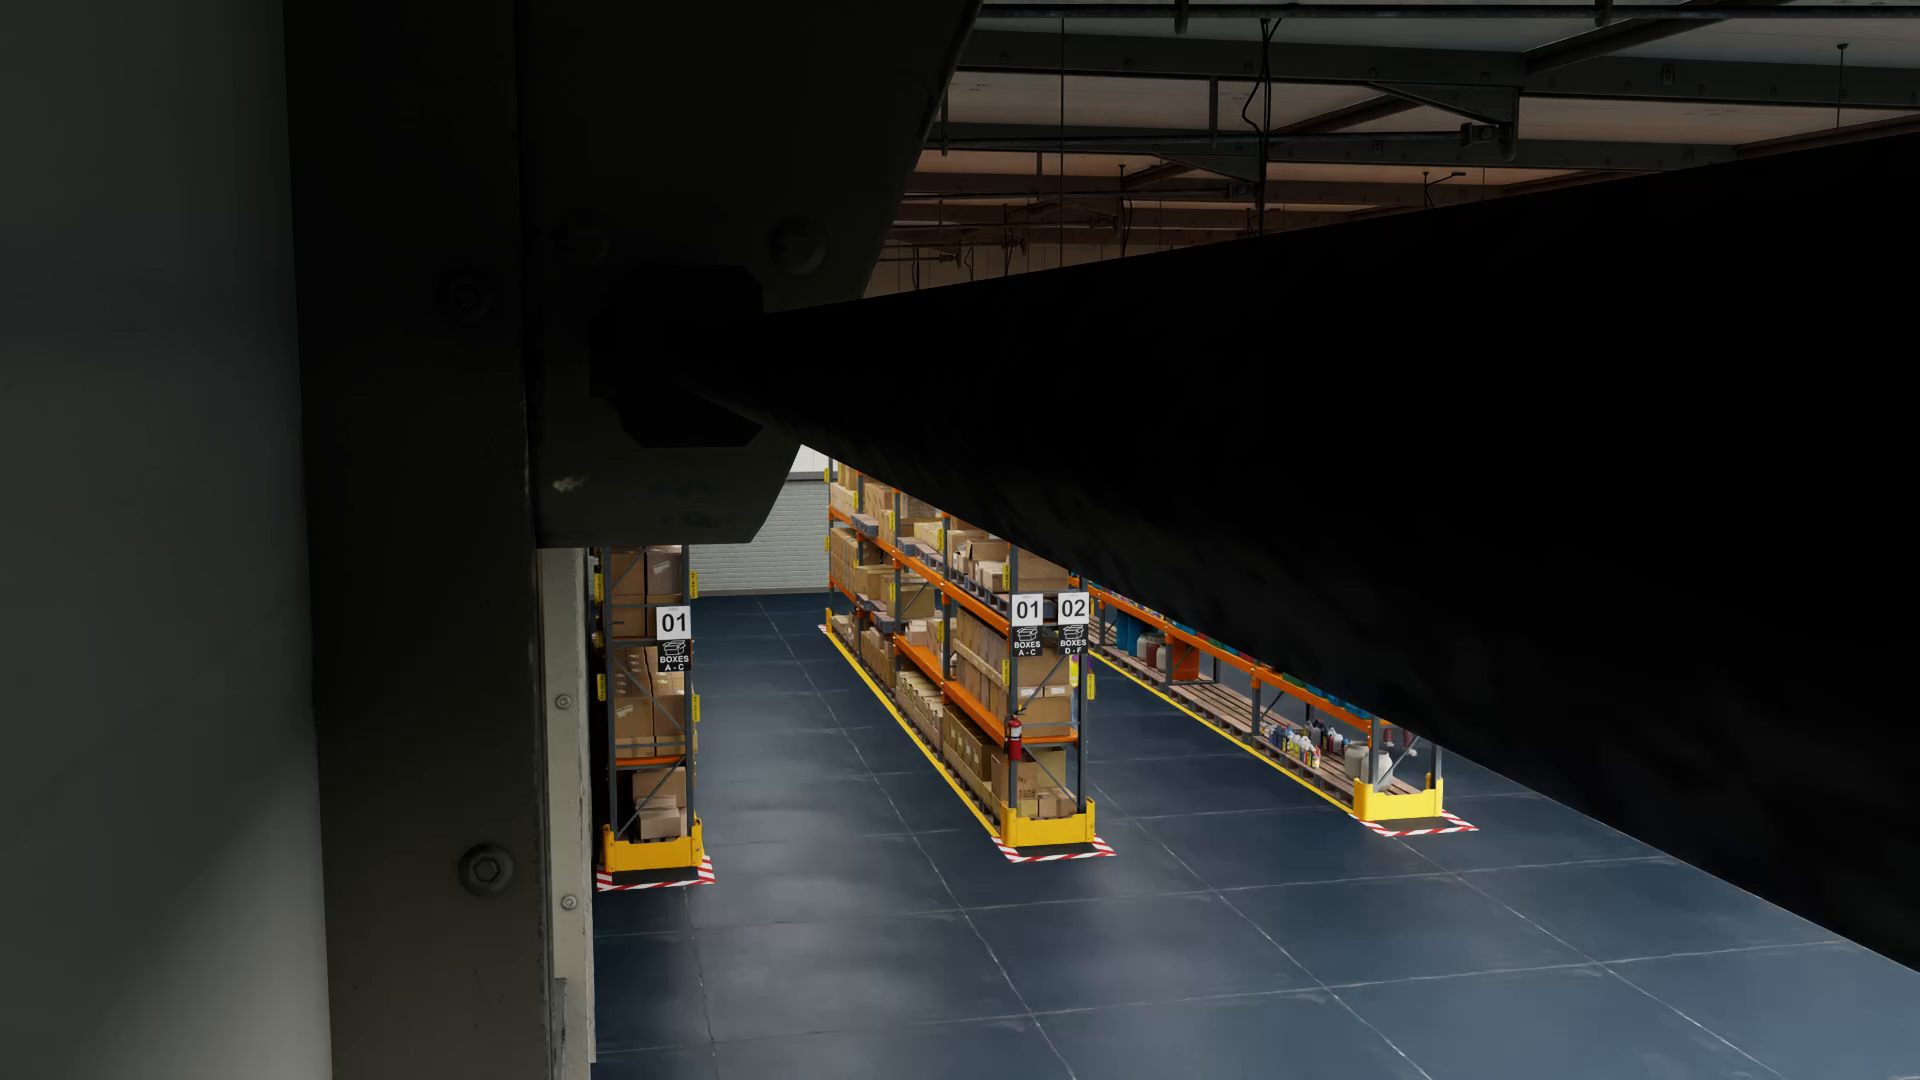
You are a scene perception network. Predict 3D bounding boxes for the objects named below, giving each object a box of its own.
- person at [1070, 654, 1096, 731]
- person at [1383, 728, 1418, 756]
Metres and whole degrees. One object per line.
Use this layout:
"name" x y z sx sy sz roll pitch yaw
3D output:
"person" 1.830 2.332 26.365 0.596 1.719 1.009 -2 7 -16
"person" 6.764 2.450 25.696 0.461 1.633 0.905 0 7 0
